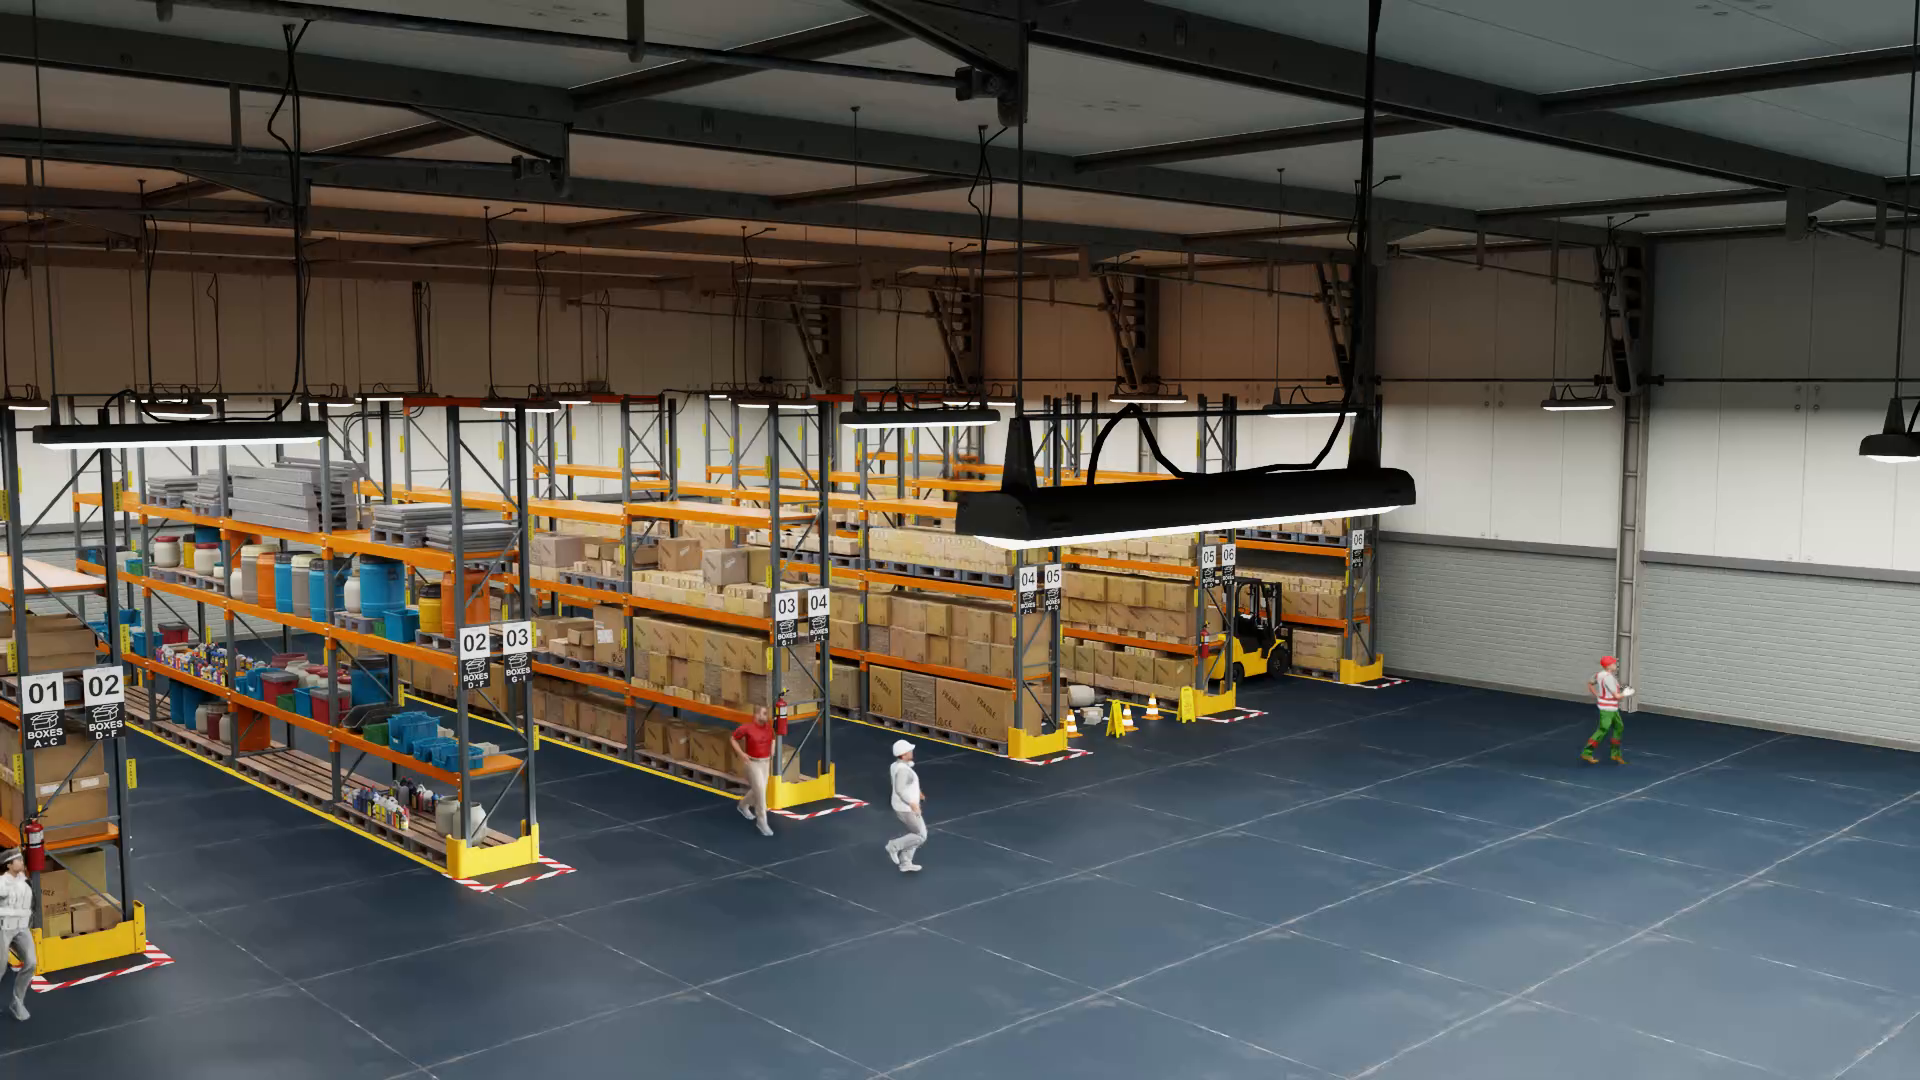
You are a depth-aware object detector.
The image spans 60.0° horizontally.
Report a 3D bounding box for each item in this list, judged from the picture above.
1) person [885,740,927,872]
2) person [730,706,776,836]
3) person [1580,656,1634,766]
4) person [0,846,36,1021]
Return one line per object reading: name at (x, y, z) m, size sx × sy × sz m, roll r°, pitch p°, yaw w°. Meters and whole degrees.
person at (-0.707, 3.416, 21.366) m, size 0.573 × 1.721 × 0.674 m, roll -1°, pitch 6°, yaw -14°
person at (-2.826, 3.209, 23.507) m, size 0.941 × 1.743 × 0.670 m, roll 4°, pitch 7°, yaw 36°
person at (10.589, 2.803, 27.210) m, size 0.802 × 1.841 × 0.662 m, roll 1°, pitch 6°, yaw 12°
person at (-9.470, 3.915, 16.658) m, size 0.635 × 1.677 × 0.615 m, roll 3°, pitch 6°, yaw 25°
